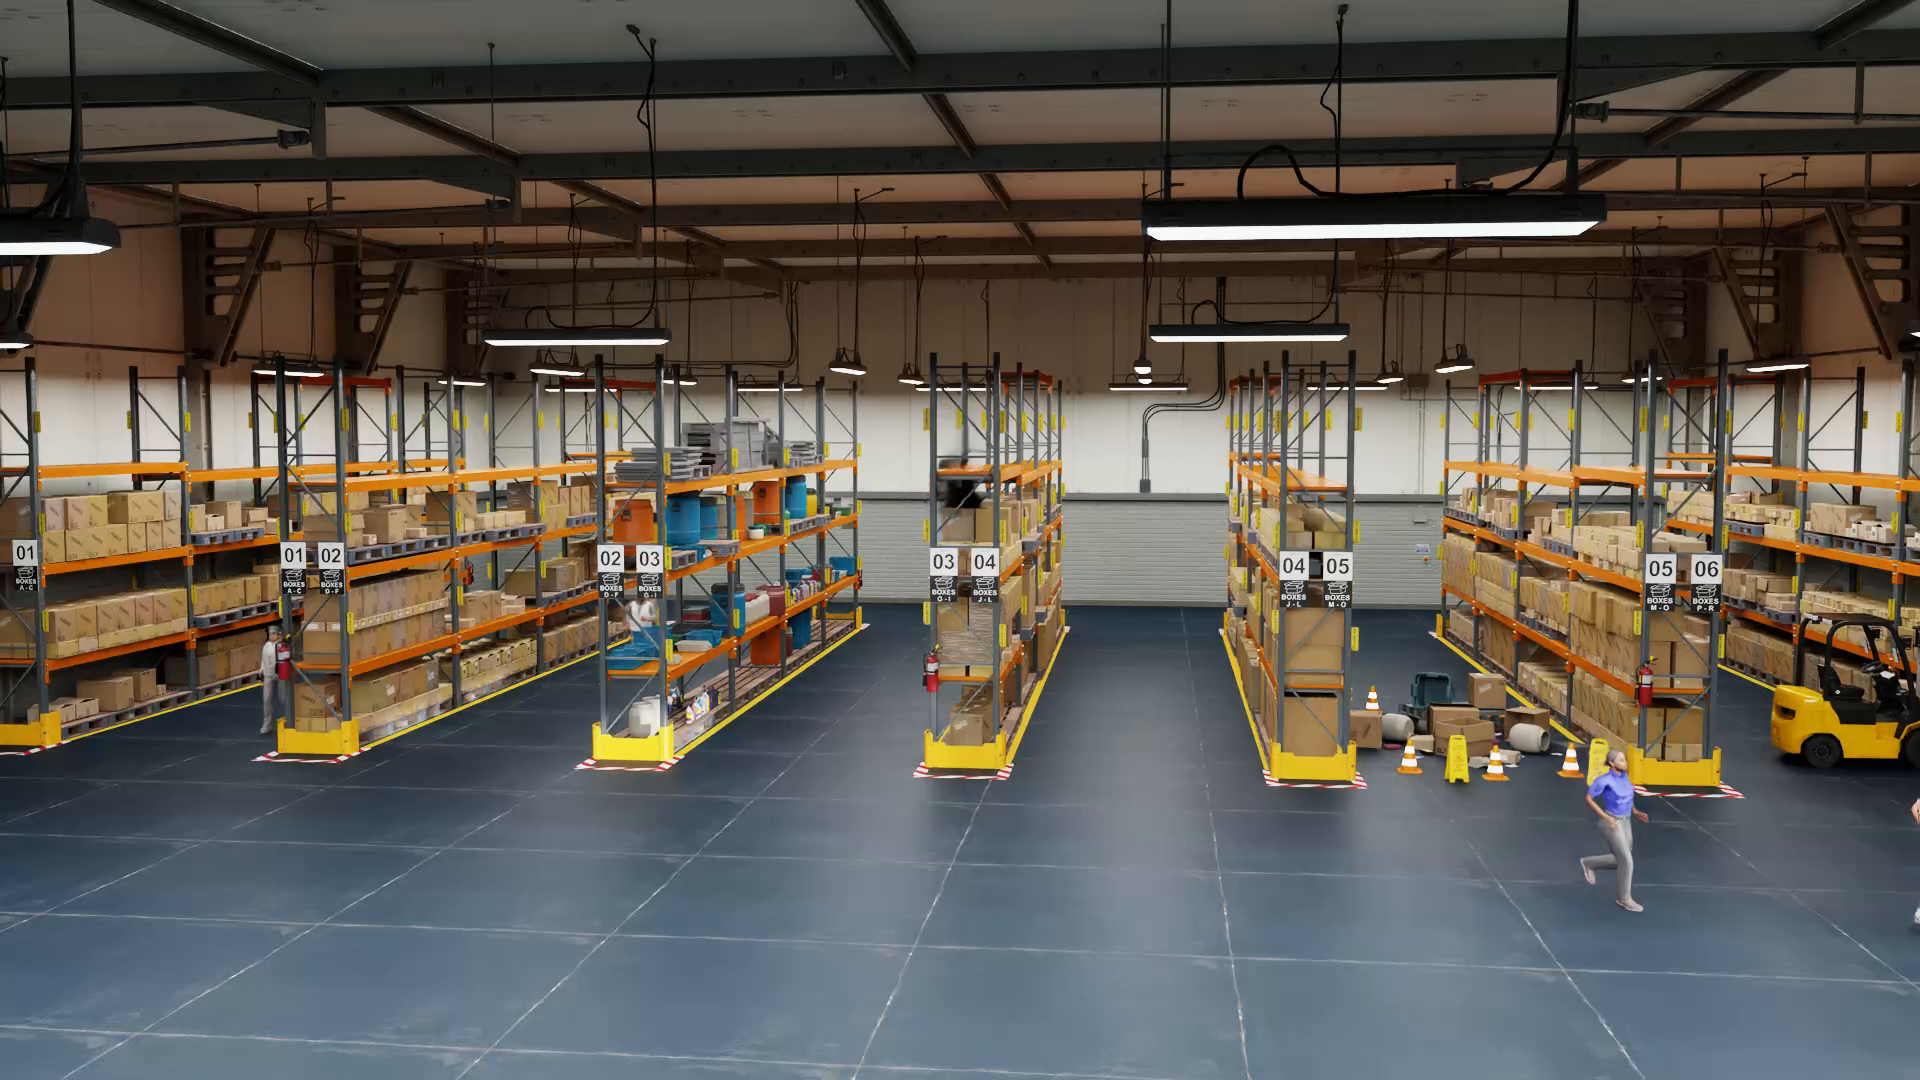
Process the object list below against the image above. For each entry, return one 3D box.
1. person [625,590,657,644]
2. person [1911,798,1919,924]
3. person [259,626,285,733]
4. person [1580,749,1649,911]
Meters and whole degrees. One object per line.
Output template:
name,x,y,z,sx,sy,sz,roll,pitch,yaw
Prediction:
person,-6.313,1.797,32.861,0.629,1.770,0.693,0,4,-7
person,9.611,2.976,16.035,0.641,1.817,0.735,-3,5,-40
person,-11.111,2.226,27.017,0.611,1.701,0.864,0,4,5
person,6.766,2.982,17.291,0.577,1.643,0.760,-3,5,-37
